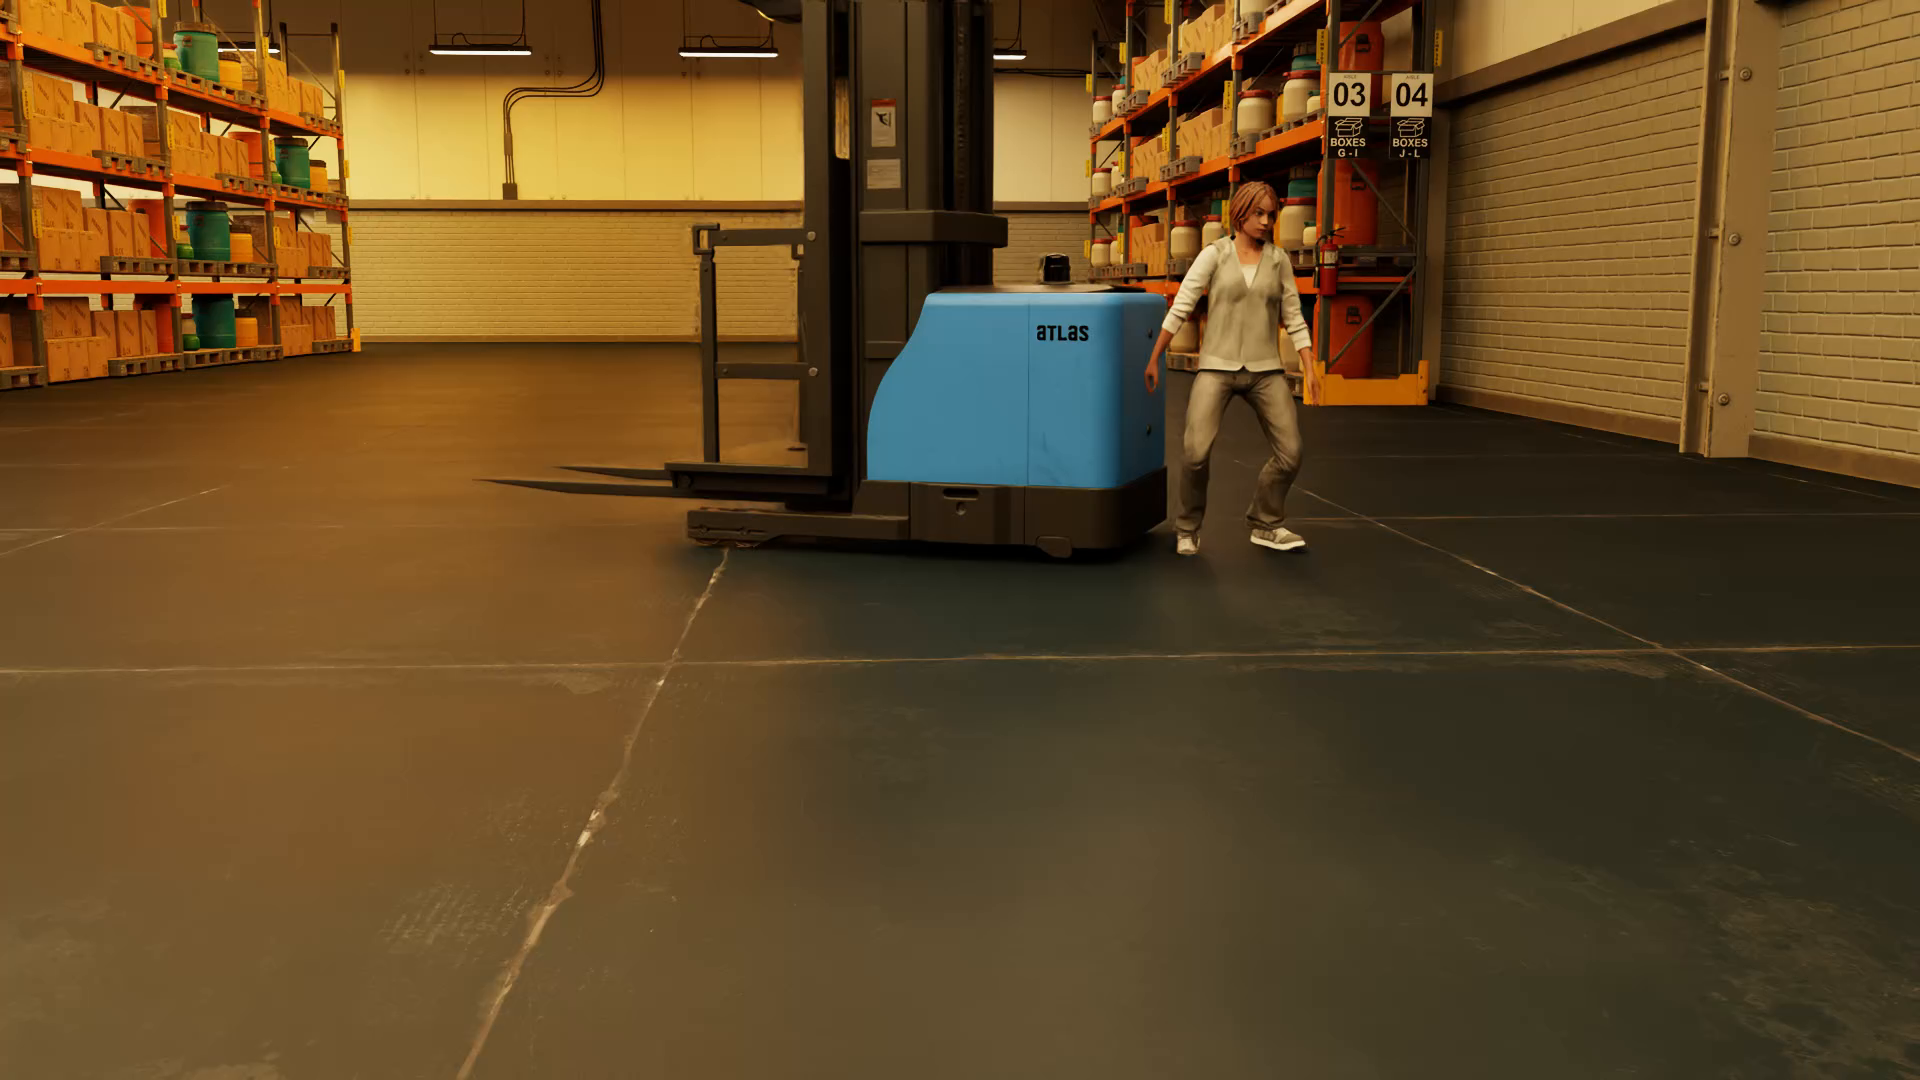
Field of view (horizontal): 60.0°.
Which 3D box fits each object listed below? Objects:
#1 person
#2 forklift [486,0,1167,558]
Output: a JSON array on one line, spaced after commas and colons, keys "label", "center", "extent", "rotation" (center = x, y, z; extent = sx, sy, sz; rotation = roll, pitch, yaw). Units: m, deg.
[{"label": "person", "center": [1.115, -0.671, 6.825], "extent": [0.715, 1.569, 0.359], "rotation": [0, 8, 2]}, {"label": "forklift", "center": [-0.649, -1.482, 7.312], "extent": [3.031, 2.935, 1.130], "rotation": [3, 9, 19]}]
